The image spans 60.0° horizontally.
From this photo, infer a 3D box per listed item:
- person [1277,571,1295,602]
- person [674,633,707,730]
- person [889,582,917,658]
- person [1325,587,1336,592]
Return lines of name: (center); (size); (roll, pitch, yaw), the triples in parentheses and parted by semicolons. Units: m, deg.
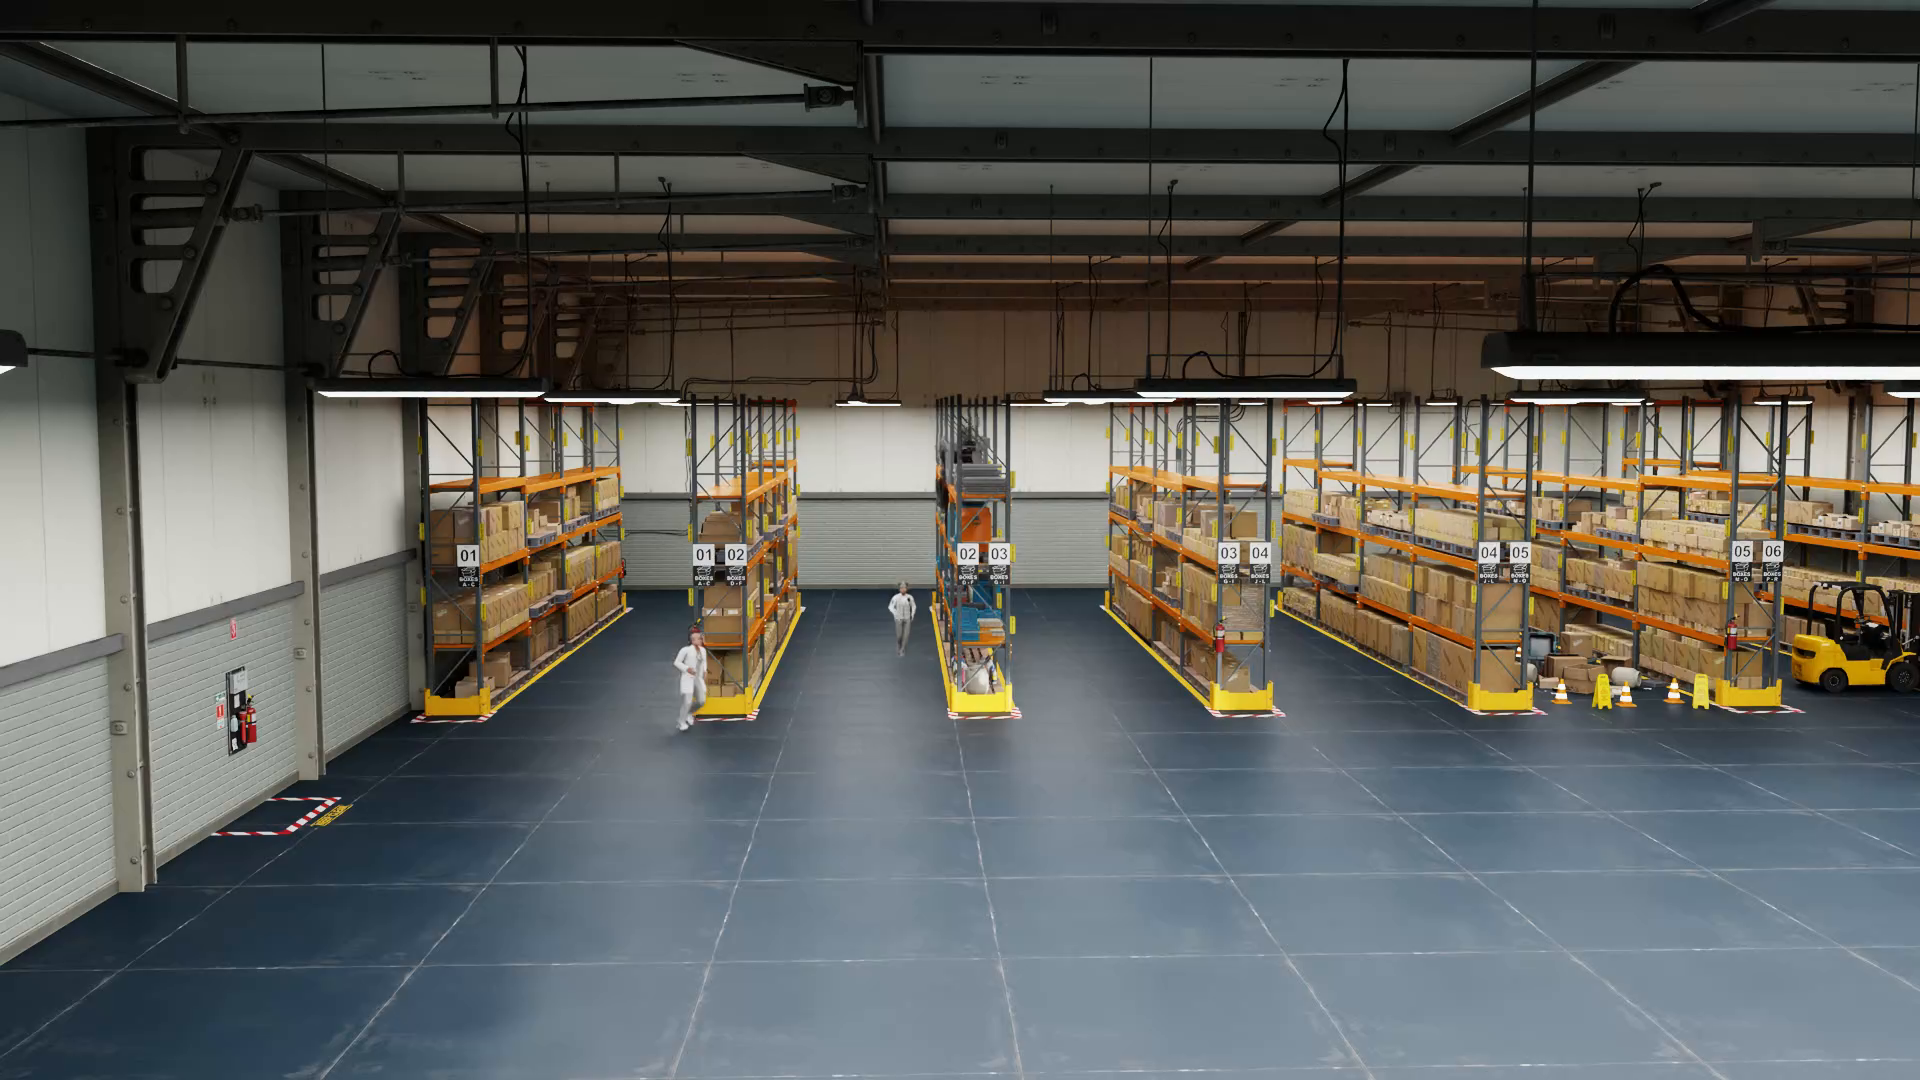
person: (9.729, 1.037, 49.106); (0.573, 1.574, 0.719); (1, 5, 16)
person: (-4.771, 2.525, 29.890); (0.714, 1.703, 0.610); (-4, 6, -39)
person: (-1.244, 1.734, 36.450); (0.609, 1.666, 0.493); (-1, 5, -9)
person: (11.028, 1.040, 48.929); (0.625, 1.701, 0.659); (0, 4, 1)
